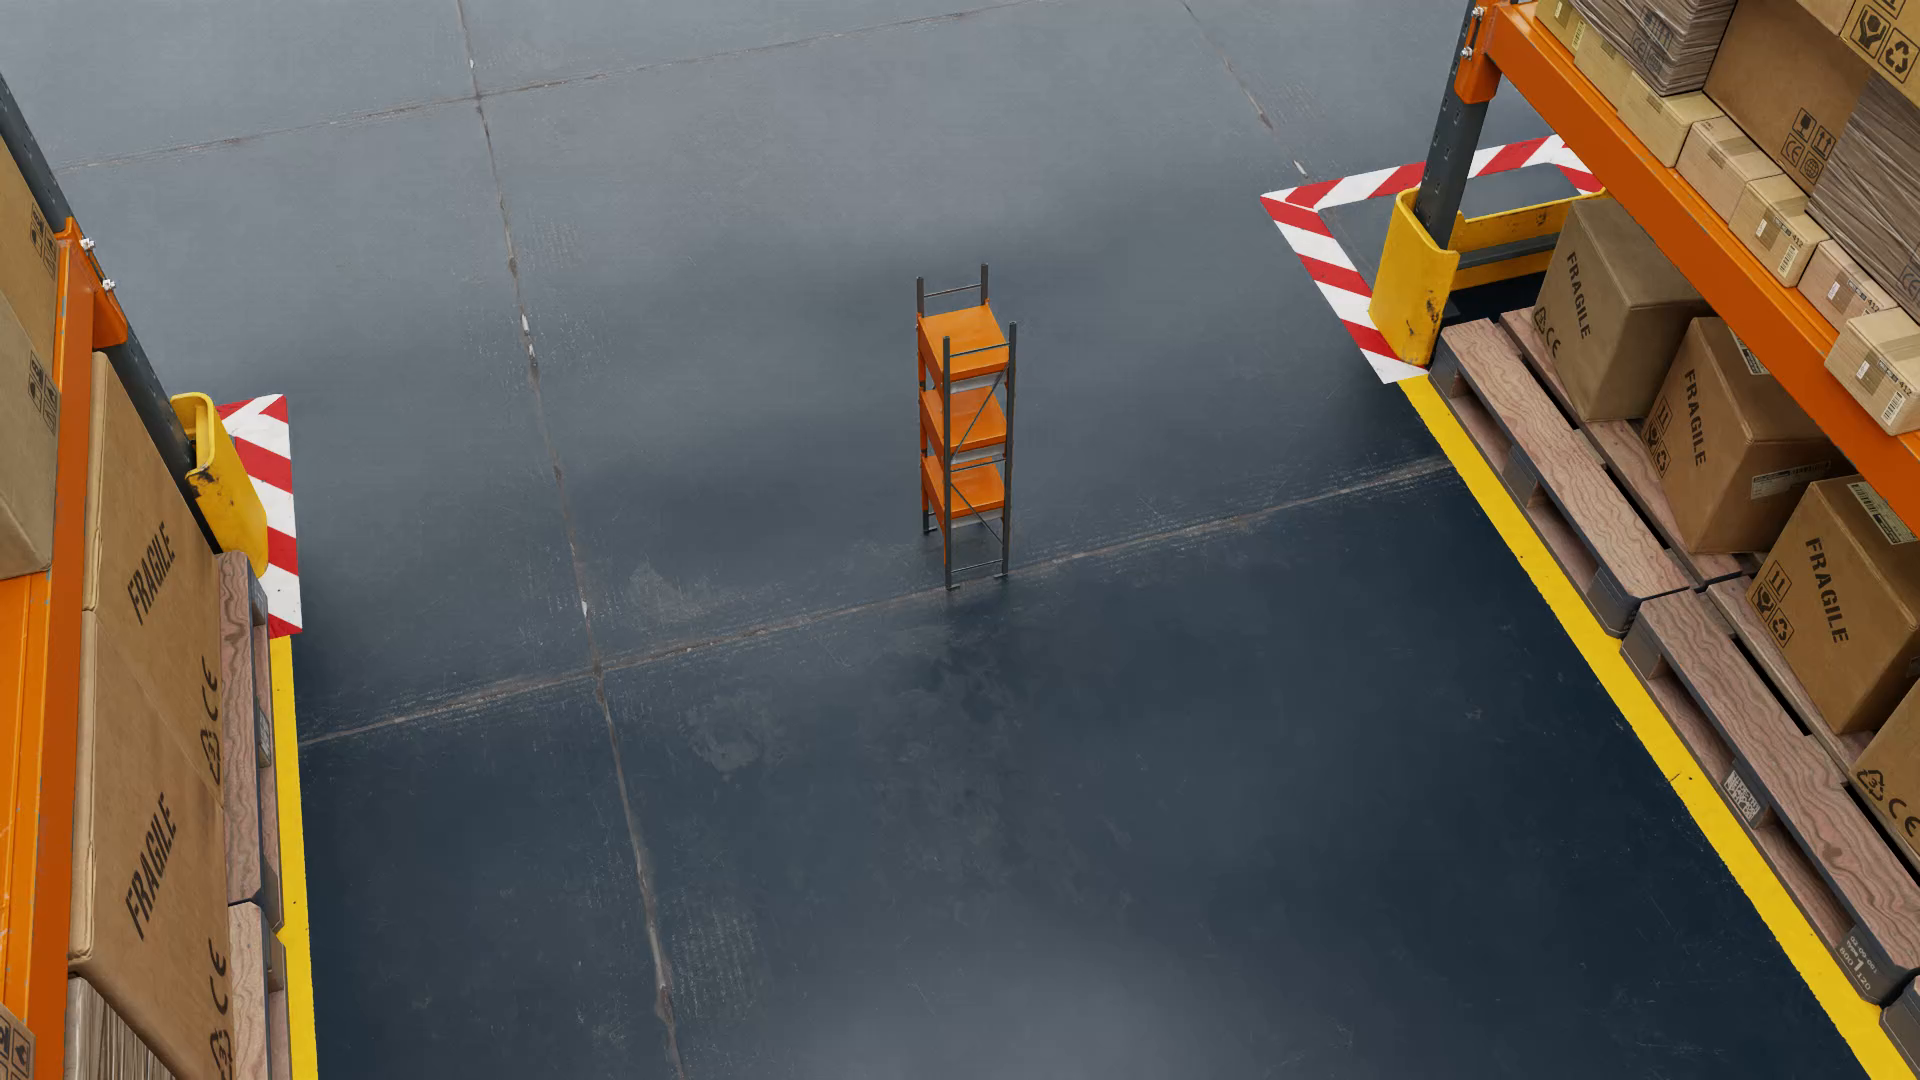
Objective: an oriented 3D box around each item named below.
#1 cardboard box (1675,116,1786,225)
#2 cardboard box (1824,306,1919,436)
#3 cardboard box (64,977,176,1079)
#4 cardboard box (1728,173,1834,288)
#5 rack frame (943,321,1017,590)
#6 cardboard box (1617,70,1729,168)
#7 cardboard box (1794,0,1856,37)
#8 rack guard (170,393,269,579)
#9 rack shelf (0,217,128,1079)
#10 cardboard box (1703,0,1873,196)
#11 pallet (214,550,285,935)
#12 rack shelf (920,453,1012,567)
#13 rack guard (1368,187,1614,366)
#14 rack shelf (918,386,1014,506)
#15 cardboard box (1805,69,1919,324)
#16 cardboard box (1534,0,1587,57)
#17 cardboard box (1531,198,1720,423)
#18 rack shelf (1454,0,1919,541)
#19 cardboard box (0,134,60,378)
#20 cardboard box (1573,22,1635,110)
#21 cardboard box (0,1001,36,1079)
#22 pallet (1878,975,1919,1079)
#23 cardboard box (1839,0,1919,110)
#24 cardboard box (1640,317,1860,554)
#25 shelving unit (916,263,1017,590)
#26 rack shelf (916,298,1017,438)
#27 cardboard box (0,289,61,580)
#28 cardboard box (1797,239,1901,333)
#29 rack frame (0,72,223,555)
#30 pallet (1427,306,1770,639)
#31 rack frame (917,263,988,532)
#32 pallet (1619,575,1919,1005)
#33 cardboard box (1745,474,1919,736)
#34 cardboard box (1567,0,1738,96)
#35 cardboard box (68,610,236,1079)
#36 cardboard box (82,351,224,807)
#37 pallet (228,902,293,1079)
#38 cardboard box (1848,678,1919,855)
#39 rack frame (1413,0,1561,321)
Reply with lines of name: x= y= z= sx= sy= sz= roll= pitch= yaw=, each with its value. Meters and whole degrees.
cardboard box: x=2.093 y=-0.977 z=4.276 sx=0.380 sy=0.149 sz=0.250 roll=-13 pitch=51 yaw=-11
cardboard box: x=2.235 y=-0.410 z=3.798 sx=0.380 sy=0.149 sz=0.250 roll=-13 pitch=51 yaw=-11
cardboard box: x=-1.947 y=1.515 z=3.126 sx=0.875 sy=0.875 sz=0.875 roll=-13 pitch=51 yaw=-11
cardboard box: x=2.160 y=-0.792 z=4.120 sx=0.380 sy=0.149 sz=0.250 roll=-13 pitch=51 yaw=-11
rack frame: x=0.052 y=-0.210 z=4.741 sx=0.200 sy=1.050 sz=0.008 roll=-13 pitch=51 yaw=-11
cardboard box: x=1.999 y=-1.154 z=4.426 sx=0.380 sy=0.149 sz=0.250 roll=-13 pitch=51 yaw=-11
cardboard box: x=2.071 y=-1.491 z=3.631 sx=0.500 sy=0.500 sz=0.500 roll=-13 pitch=51 yaw=-11
rack guard: x=-2.748 y=-0.035 z=4.952 sx=1.175 sy=0.500 sz=0.348 roll=-13 pitch=51 yaw=-11
rack shelf: x=-2.150 y=0.870 z=3.025 sx=1.077 sy=0.370 sz=4.000 roll=-13 pitch=51 yaw=-11
cardboard box: x=2.426 y=-1.253 z=4.084 sx=0.875 sy=0.500 sz=0.500 roll=-13 pitch=51 yaw=-11
pallet: x=-2.430 y=0.642 z=4.571 sx=1.003 sy=0.211 sz=1.213 roll=-13 pitch=51 yaw=-11
rack shelf: x=0.016 y=-0.113 z=5.036 sx=0.215 sy=0.259 sz=0.240 roll=-13 pitch=51 yaw=-11
rack guard: x=2.050 y=-1.009 z=5.774 sx=1.175 sy=0.500 sz=0.348 roll=-13 pitch=51 yaw=-11
rack shelf: x=0.016 y=-0.292 z=4.824 sx=0.215 sy=0.259 sz=0.240 roll=-13 pitch=51 yaw=-11
cardboard box: x=2.533 y=-0.878 z=3.768 sx=0.875 sy=0.500 sz=0.500 roll=-13 pitch=51 yaw=-11
cardboard box: x=1.884 y=-1.527 z=4.740 sx=0.380 sy=0.149 sz=0.250 roll=-13 pitch=51 yaw=-11
cardboard box: x=2.196 y=-0.740 z=5.272 sx=0.500 sy=0.500 sz=0.500 roll=-5 pitch=50 yaw=-4
rack shelf: x=2.619 y=-0.178 z=3.909 sx=1.077 sy=0.370 sz=4.000 roll=-13 pitch=51 yaw=-11
cardboard box: x=-2.588 y=-0.610 z=3.705 sx=0.875 sy=0.550 sz=0.550 roll=-13 pitch=51 yaw=-11
cardboard box: x=1.939 y=-1.340 z=4.582 sx=0.380 sy=0.149 sz=0.250 roll=-13 pitch=51 yaw=-11
cardboard box: x=-1.910 y=0.966 z=2.376 sx=0.875 sy=0.550 sz=0.550 roll=-13 pitch=51 yaw=-11
pallet: x=2.978 y=1.467 z=3.875 sx=1.003 sy=0.211 sz=1.213 roll=-13 pitch=51 yaw=-11
cardboard box: x=2.220 y=-1.126 z=3.323 sx=0.500 sy=0.500 sz=0.500 roll=-13 pitch=51 yaw=-11
cardboard box: x=2.405 y=-0.311 z=4.911 sx=0.500 sy=0.500 sz=0.500 roll=-2 pitch=50 yaw=-1
shelving unit: x=0.016 y=-0.299 z=4.816 sx=0.215 sy=1.050 sz=0.252 roll=-13 pitch=51 yaw=-11
rack shelf: x=0.016 y=-0.475 z=4.607 sx=0.215 sy=0.259 sz=0.240 roll=-13 pitch=51 yaw=-11
cardboard box: x=-2.404 y=-0.214 z=3.370 sx=0.875 sy=0.550 sz=0.550 roll=-13 pitch=51 yaw=-11
cardboard box: x=2.260 y=-0.616 z=3.972 sx=0.380 sy=0.149 sz=0.250 roll=-13 pitch=51 yaw=-11
rack frame: x=-2.741 y=-0.823 z=3.982 sx=1.000 sy=3.000 sz=0.127 roll=-13 pitch=51 yaw=-11
pallet: x=2.256 y=-0.315 z=5.377 sx=1.003 sy=0.211 sz=1.213 roll=-13 pitch=51 yaw=-11
rack frame: x=-0.020 y=-0.388 z=4.891 sx=0.200 sy=1.050 sz=0.008 roll=-13 pitch=51 yaw=-11
pallet: x=2.613 y=0.575 z=4.627 sx=1.003 sy=0.211 sz=1.213 roll=-13 pitch=51 yaw=-11
cardboard box: x=2.572 y=0.150 z=4.522 sx=0.500 sy=0.500 sz=0.500 roll=-9 pitch=50 yaw=-8
cardboard box: x=2.163 y=-1.591 z=4.369 sx=0.875 sy=0.500 sz=0.500 roll=-13 pitch=51 yaw=-11
cardboard box: x=-2.215 y=0.849 z=3.687 sx=0.875 sy=0.875 sz=0.875 roll=-14 pitch=51 yaw=-12
cardboard box: x=-2.477 y=0.207 z=4.229 sx=0.875 sy=0.875 sz=0.875 roll=-13 pitch=51 yaw=-11
pallet: x=-2.073 y=1.532 z=3.821 sx=1.003 sy=0.211 sz=1.213 roll=-13 pitch=51 yaw=-11
cardboard box: x=2.695 y=0.568 z=4.170 sx=0.500 sy=0.500 sz=0.500 roll=-17 pitch=52 yaw=-14
rack frame: x=2.027 y=-1.870 z=4.865 sx=1.000 sy=3.000 sz=0.127 roll=-13 pitch=51 yaw=-11
